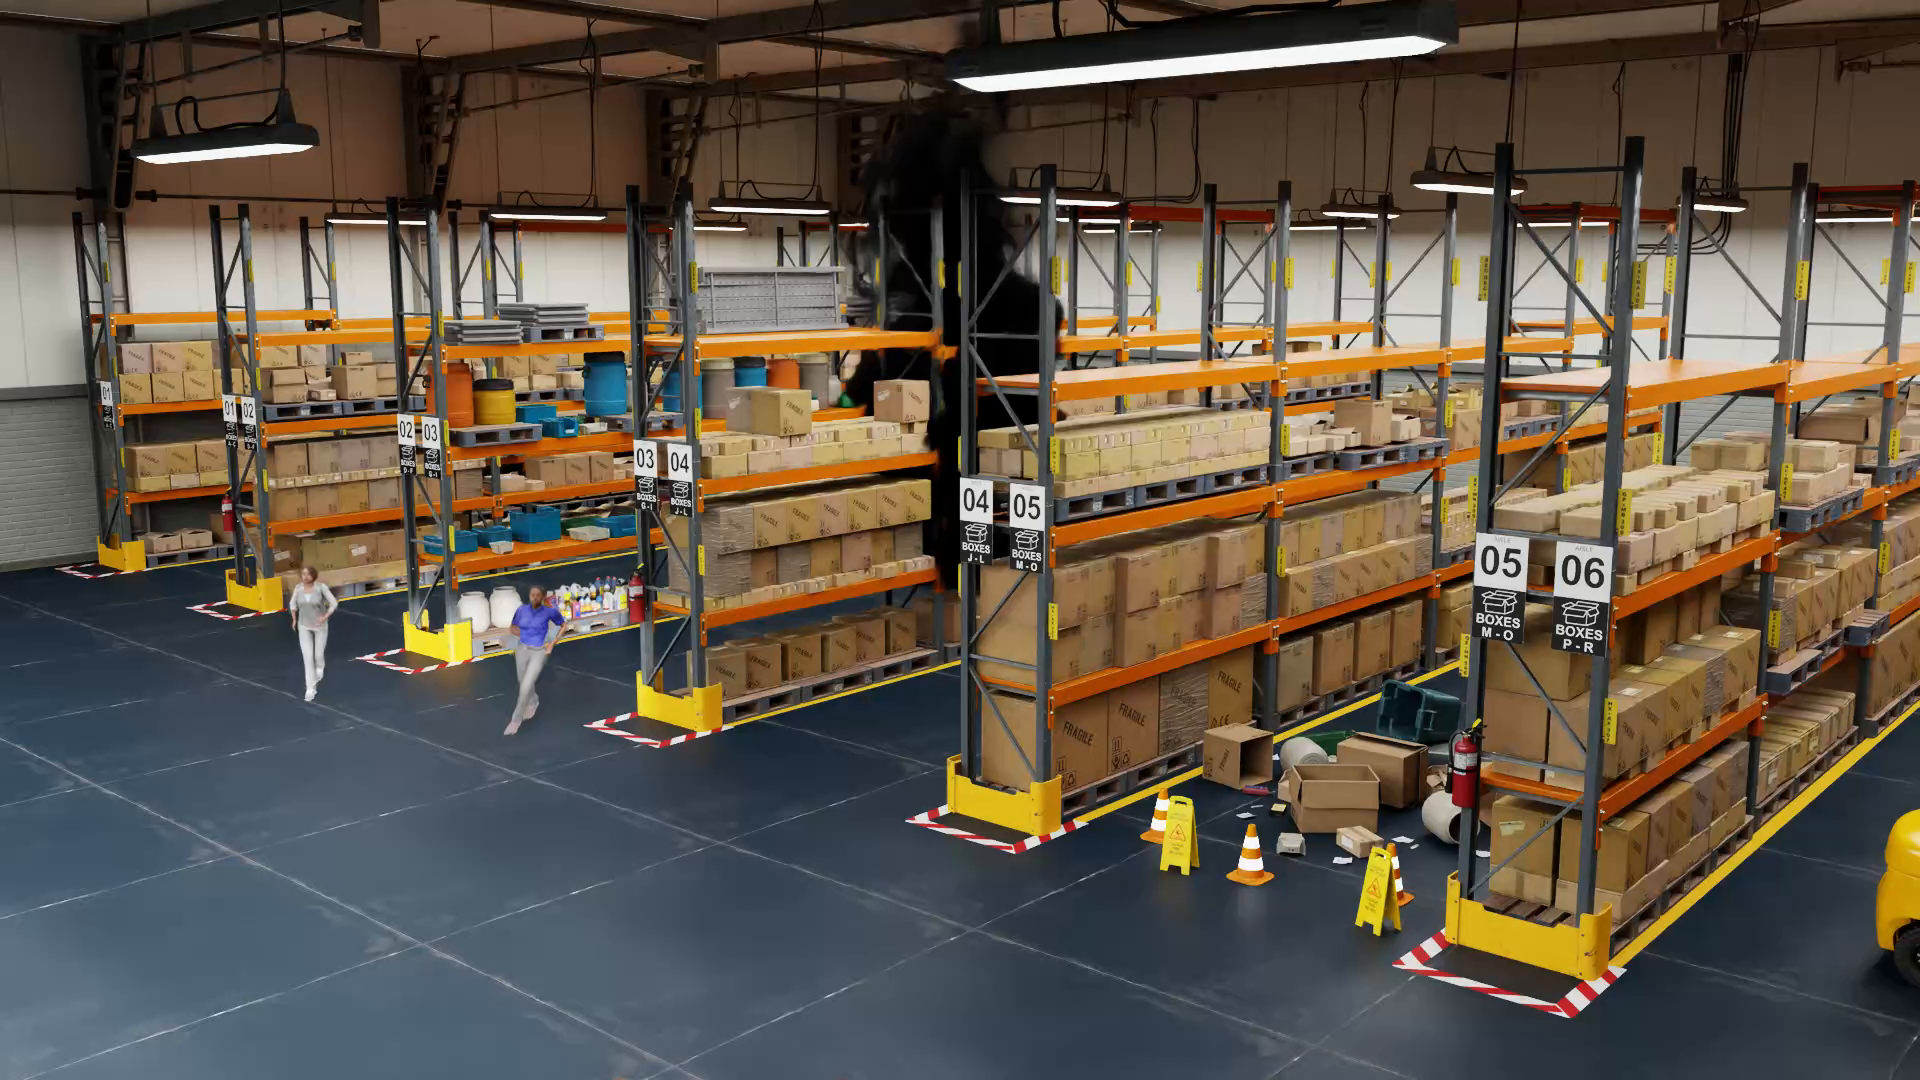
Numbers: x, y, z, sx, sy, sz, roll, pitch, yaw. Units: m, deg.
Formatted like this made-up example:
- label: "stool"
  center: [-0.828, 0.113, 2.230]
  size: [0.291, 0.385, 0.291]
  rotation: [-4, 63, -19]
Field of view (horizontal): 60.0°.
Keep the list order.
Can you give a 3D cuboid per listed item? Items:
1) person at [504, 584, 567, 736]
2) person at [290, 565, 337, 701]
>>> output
- label: "person"
  center: [-4.738, 1.300, 18.568]
  size: [0.613, 1.660, 0.805]
  rotation: [2, 10, 14]
- label: "person"
  center: [-7.774, 1.069, 20.043]
  size: [0.554, 1.601, 0.783]
  rotation: [-2, 10, -14]
